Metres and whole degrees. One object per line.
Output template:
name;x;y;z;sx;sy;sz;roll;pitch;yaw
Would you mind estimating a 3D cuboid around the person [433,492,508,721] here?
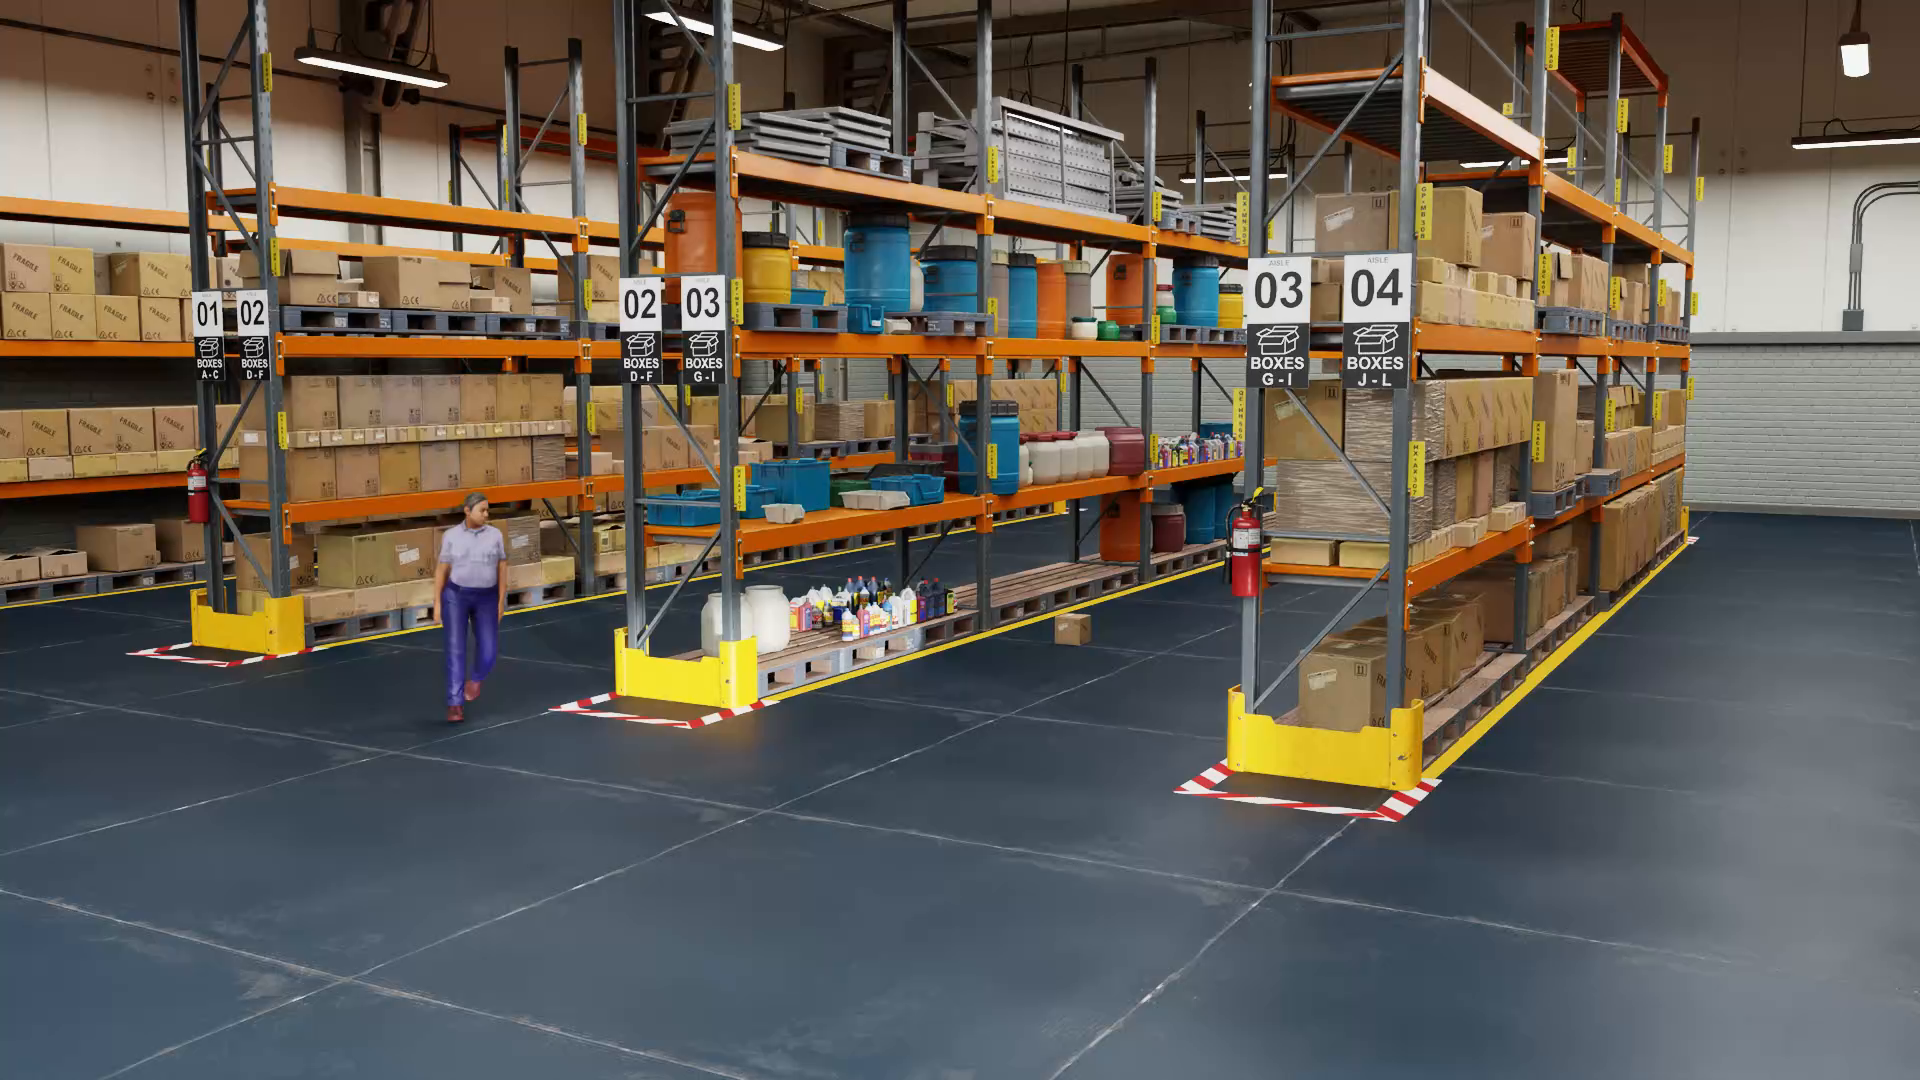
person;-3.556;0.453;12.079;0.532;1.618;0.694;-3;7;-22
